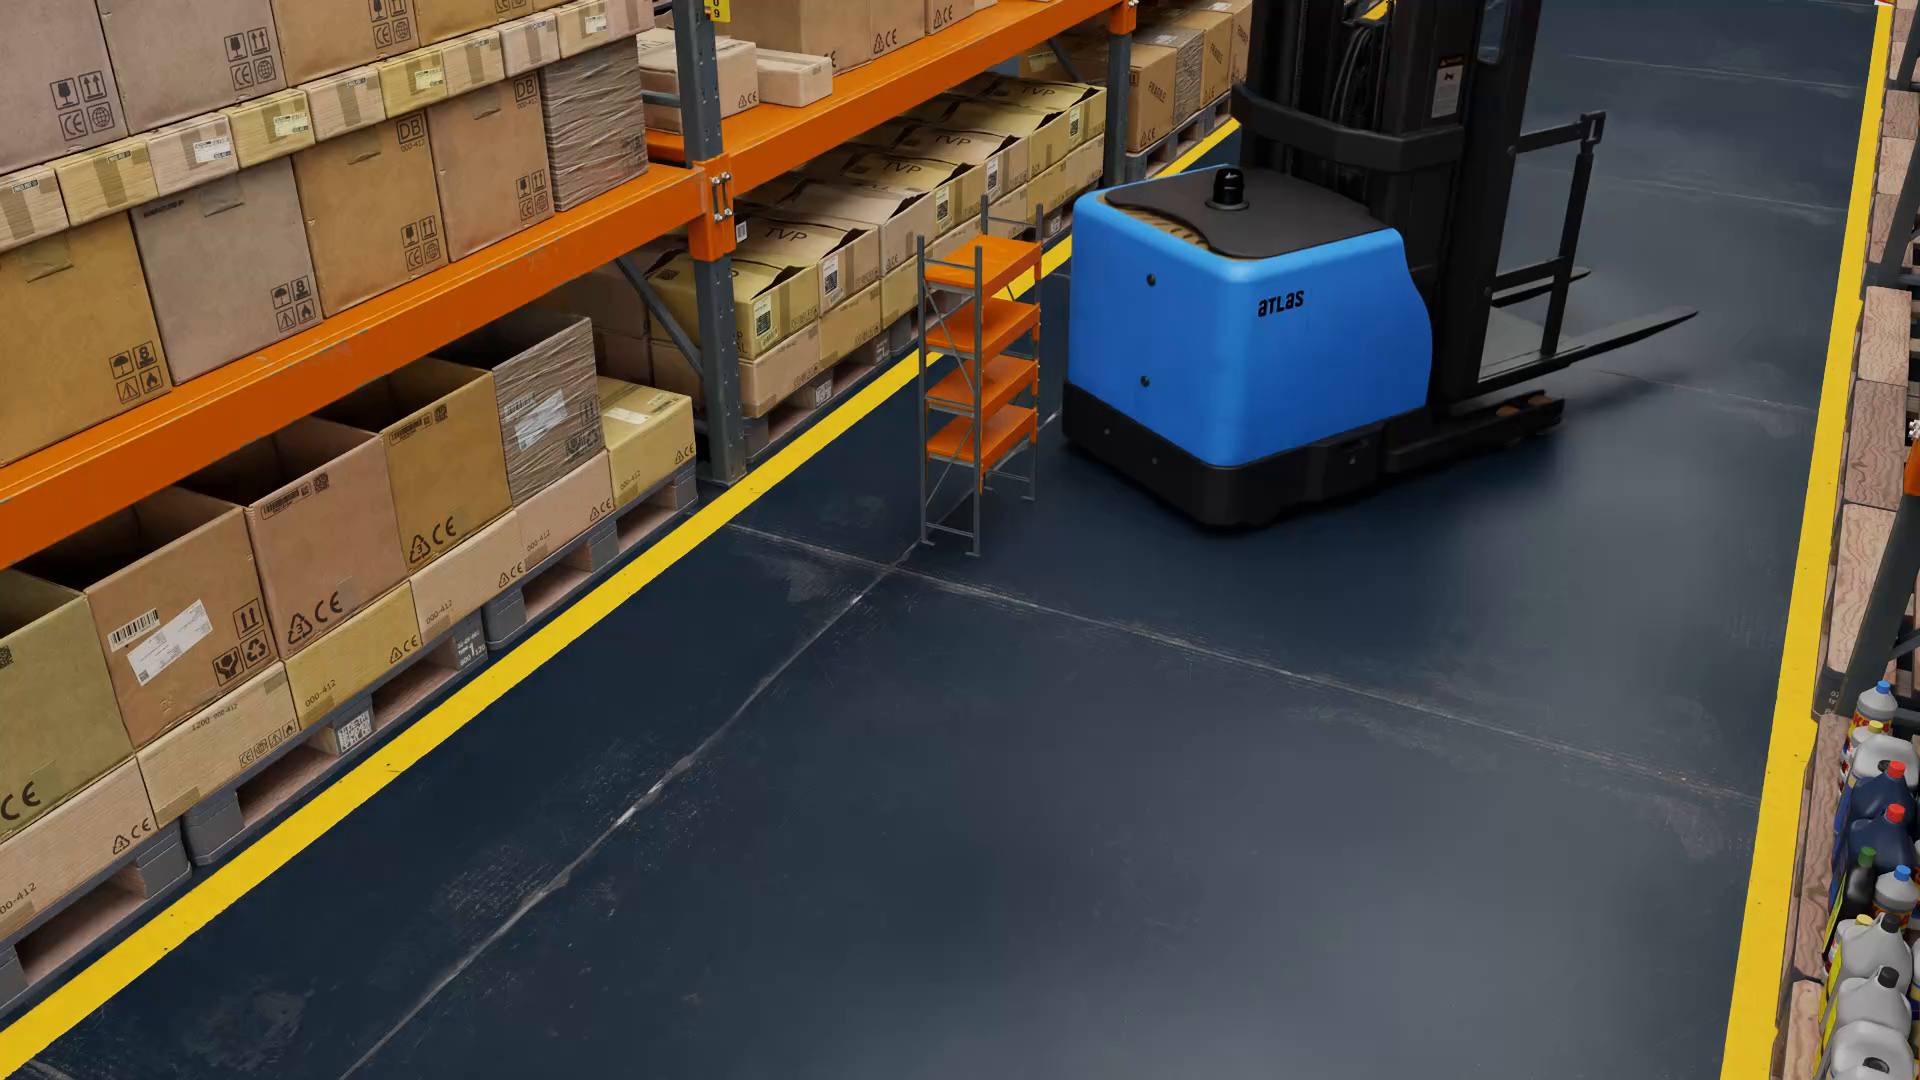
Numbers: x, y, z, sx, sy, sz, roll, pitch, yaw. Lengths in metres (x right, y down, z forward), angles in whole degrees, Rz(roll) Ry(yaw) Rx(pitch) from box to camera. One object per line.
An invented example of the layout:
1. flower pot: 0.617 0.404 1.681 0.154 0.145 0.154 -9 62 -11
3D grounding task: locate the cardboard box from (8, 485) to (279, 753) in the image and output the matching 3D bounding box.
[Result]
1. cardboard box: -2.267 0.178 4.514 0.500 0.500 0.500 14 33 23

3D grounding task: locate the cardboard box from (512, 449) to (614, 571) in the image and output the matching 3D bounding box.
1. cardboard box: -1.583 -0.161 5.858 0.500 0.250 0.500 14 33 23

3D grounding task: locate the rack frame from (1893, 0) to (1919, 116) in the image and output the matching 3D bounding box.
1. rack frame: 6.723 -4.067 10.320 1.000 3.000 0.127 14 33 23

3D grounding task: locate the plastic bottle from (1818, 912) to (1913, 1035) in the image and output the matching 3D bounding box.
1. plastic bottle: 2.062 0.973 3.762 0.144 0.351 0.185 14 33 23

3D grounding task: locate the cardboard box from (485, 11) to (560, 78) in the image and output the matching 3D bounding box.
1. cardboard box: -1.494 -1.576 5.230 0.380 0.149 0.250 13 32 22

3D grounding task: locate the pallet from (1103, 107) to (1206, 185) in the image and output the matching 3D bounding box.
1. pallet: 0.866 -2.532 10.448 1.003 0.211 1.213 14 33 23

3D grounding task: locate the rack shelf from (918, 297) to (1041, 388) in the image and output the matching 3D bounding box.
1. rack shelf: 0.075 -0.729 6.001 0.258 0.148 0.480 14 33 23

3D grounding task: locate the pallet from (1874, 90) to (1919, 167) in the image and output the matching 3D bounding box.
1. pallet: 6.334 -2.525 10.436 1.003 0.211 1.213 14 33 23

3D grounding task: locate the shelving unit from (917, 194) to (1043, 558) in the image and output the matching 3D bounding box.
1. shelving unit: 0.075 -0.594 6.079 0.258 1.200 0.503 14 33 23

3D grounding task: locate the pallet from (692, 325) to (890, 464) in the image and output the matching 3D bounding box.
1. pallet: -1.029 -0.772 7.383 1.003 0.211 1.213 14 33 23

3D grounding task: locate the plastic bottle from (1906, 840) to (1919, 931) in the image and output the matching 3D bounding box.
1. plastic bottle: 2.383 0.827 4.096 0.097 0.271 0.097 0 30 0

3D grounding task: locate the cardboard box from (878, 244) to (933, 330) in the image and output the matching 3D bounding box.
1. cardboard box: -0.458 -1.215 7.693 0.500 0.250 0.500 13 32 22

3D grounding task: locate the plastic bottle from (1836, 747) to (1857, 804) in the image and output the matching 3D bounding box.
1. plastic bottle: 2.450 0.634 4.502 0.097 0.201 0.097 0 30 0

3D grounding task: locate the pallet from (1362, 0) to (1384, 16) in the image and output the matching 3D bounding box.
1. pallet: 3.183 -4.830 14.450 1.003 0.211 1.213 14 33 23

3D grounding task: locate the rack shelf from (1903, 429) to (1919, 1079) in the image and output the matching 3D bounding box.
1. rack shelf: 2.167 0.678 2.780 1.077 0.370 4.000 14 33 23

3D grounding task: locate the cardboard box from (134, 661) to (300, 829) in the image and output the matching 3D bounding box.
1. cardboard box: -2.257 0.506 4.696 0.500 0.250 0.500 14 33 23

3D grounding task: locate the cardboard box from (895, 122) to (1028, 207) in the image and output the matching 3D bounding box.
1. cardboard box: 0.010 -1.909 8.339 0.500 0.311 0.500 14 33 23

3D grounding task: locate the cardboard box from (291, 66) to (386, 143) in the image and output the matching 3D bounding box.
1. cardboard box: -1.842 -1.239 4.644 0.380 0.149 0.250 15 33 25

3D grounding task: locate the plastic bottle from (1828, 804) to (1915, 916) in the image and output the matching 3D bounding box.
1. plastic bottle: 2.255 0.785 4.090 0.144 0.351 0.185 13 32 21

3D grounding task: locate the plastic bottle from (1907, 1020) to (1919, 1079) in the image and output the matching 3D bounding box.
1. plastic bottle: 2.104 1.128 3.641 0.097 0.201 0.097 0 30 0

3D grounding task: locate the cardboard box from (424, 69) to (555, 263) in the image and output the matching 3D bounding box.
1. cardboard box: -1.761 -1.256 5.325 0.700 0.500 0.500 14 33 23

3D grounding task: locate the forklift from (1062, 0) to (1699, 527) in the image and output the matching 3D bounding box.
1. forklift: 1.940 -1.866 6.556 3.031 2.935 1.130 -18 34 -28

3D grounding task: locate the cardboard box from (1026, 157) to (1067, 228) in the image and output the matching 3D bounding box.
1. cardboard box: 0.238 -1.891 8.871 0.500 0.250 0.500 14 33 23

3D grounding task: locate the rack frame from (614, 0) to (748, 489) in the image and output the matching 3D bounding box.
1. rack frame: -1.330 -1.646 6.104 1.000 3.000 0.127 14 33 23

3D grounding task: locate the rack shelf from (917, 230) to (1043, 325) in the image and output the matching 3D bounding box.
1. rack shelf: 0.075 -0.934 5.883 0.258 0.148 0.480 14 33 23

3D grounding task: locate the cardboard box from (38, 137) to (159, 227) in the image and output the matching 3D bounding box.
1. cardboard box: -2.196 -0.894 4.043 0.380 0.149 0.250 14 33 23

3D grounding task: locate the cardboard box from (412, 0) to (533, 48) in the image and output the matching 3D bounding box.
1. cardboard box: -1.755 -1.830 5.021 0.700 0.500 0.500 14 33 23

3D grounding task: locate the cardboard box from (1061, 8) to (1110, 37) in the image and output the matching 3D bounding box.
1. cardboard box: 0.732 -3.345 10.378 0.500 0.250 0.500 16 33 25

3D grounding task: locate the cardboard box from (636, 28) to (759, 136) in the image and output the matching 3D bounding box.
1. cardboard box: -1.144 -1.809 6.539 0.500 0.250 0.500 17 34 26

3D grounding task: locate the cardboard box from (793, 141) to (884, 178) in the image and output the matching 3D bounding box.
1. cardboard box: -0.707 -1.798 8.146 0.500 0.311 0.500 14 33 23

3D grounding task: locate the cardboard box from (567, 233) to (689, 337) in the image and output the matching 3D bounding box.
1. cardboard box: -1.400 -1.124 6.971 0.500 0.311 0.500 14 33 23

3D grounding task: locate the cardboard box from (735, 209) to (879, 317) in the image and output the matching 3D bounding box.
1. cardboard box: -0.687 -1.226 7.150 0.500 0.311 0.500 14 33 23

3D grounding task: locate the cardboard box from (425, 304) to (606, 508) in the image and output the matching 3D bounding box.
1. cardboard box: -1.584 -0.487 5.672 0.500 0.500 0.500 14 33 23

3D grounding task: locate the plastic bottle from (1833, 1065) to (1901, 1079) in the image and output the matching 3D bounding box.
1. plastic bottle: 1.842 1.224 3.400 0.152 0.276 0.135 15 33 24

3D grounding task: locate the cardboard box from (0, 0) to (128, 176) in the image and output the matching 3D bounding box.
1. cardboard box: -2.440 -1.164 3.862 0.700 0.500 0.500 14 33 23

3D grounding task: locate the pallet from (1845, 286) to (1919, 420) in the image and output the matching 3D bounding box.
1. pallet: 4.513 -0.750 7.344 1.003 0.211 1.213 14 33 23

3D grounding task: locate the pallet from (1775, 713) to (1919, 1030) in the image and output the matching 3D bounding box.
1. pallet: 2.735 0.977 4.337 1.003 0.211 1.213 14 33 23

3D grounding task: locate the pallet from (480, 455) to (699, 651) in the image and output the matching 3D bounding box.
1. pallet: -1.729 -0.094 6.201 1.003 0.211 1.213 14 33 23

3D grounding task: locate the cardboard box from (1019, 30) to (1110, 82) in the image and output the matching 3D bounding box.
1. cardboard box: 0.710 -2.994 10.520 0.500 0.500 0.500 16 33 25

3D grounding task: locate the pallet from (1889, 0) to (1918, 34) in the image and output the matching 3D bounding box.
1. pallet: 8.135 -4.274 13.481 1.003 0.211 1.213 14 33 23

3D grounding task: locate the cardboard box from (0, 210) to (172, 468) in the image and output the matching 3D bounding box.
1. cardboard box: -2.461 -0.573 4.135 0.700 0.500 0.500 15 33 24

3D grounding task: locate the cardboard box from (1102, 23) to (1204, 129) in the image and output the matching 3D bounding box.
1. cardboard box: 1.188 -2.896 10.350 0.500 0.500 0.500 13 32 22

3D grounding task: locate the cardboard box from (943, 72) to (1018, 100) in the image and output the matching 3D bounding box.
1. cardboard box: -0.007 -2.487 9.344 0.500 0.311 0.500 15 33 25

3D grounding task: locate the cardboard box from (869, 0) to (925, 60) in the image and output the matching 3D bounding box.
1. cardboard box: -0.497 -2.482 7.459 0.500 0.500 0.500 14 33 23

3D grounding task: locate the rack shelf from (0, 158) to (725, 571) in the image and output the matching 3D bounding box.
1. rack shelf: -2.241 -0.447 4.739 1.077 0.370 4.000 14 33 23

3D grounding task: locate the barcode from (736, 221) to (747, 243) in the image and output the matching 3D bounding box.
1. barcode: -0.843 -1.188 6.411 0.001 0.075 0.075 14 33 23
